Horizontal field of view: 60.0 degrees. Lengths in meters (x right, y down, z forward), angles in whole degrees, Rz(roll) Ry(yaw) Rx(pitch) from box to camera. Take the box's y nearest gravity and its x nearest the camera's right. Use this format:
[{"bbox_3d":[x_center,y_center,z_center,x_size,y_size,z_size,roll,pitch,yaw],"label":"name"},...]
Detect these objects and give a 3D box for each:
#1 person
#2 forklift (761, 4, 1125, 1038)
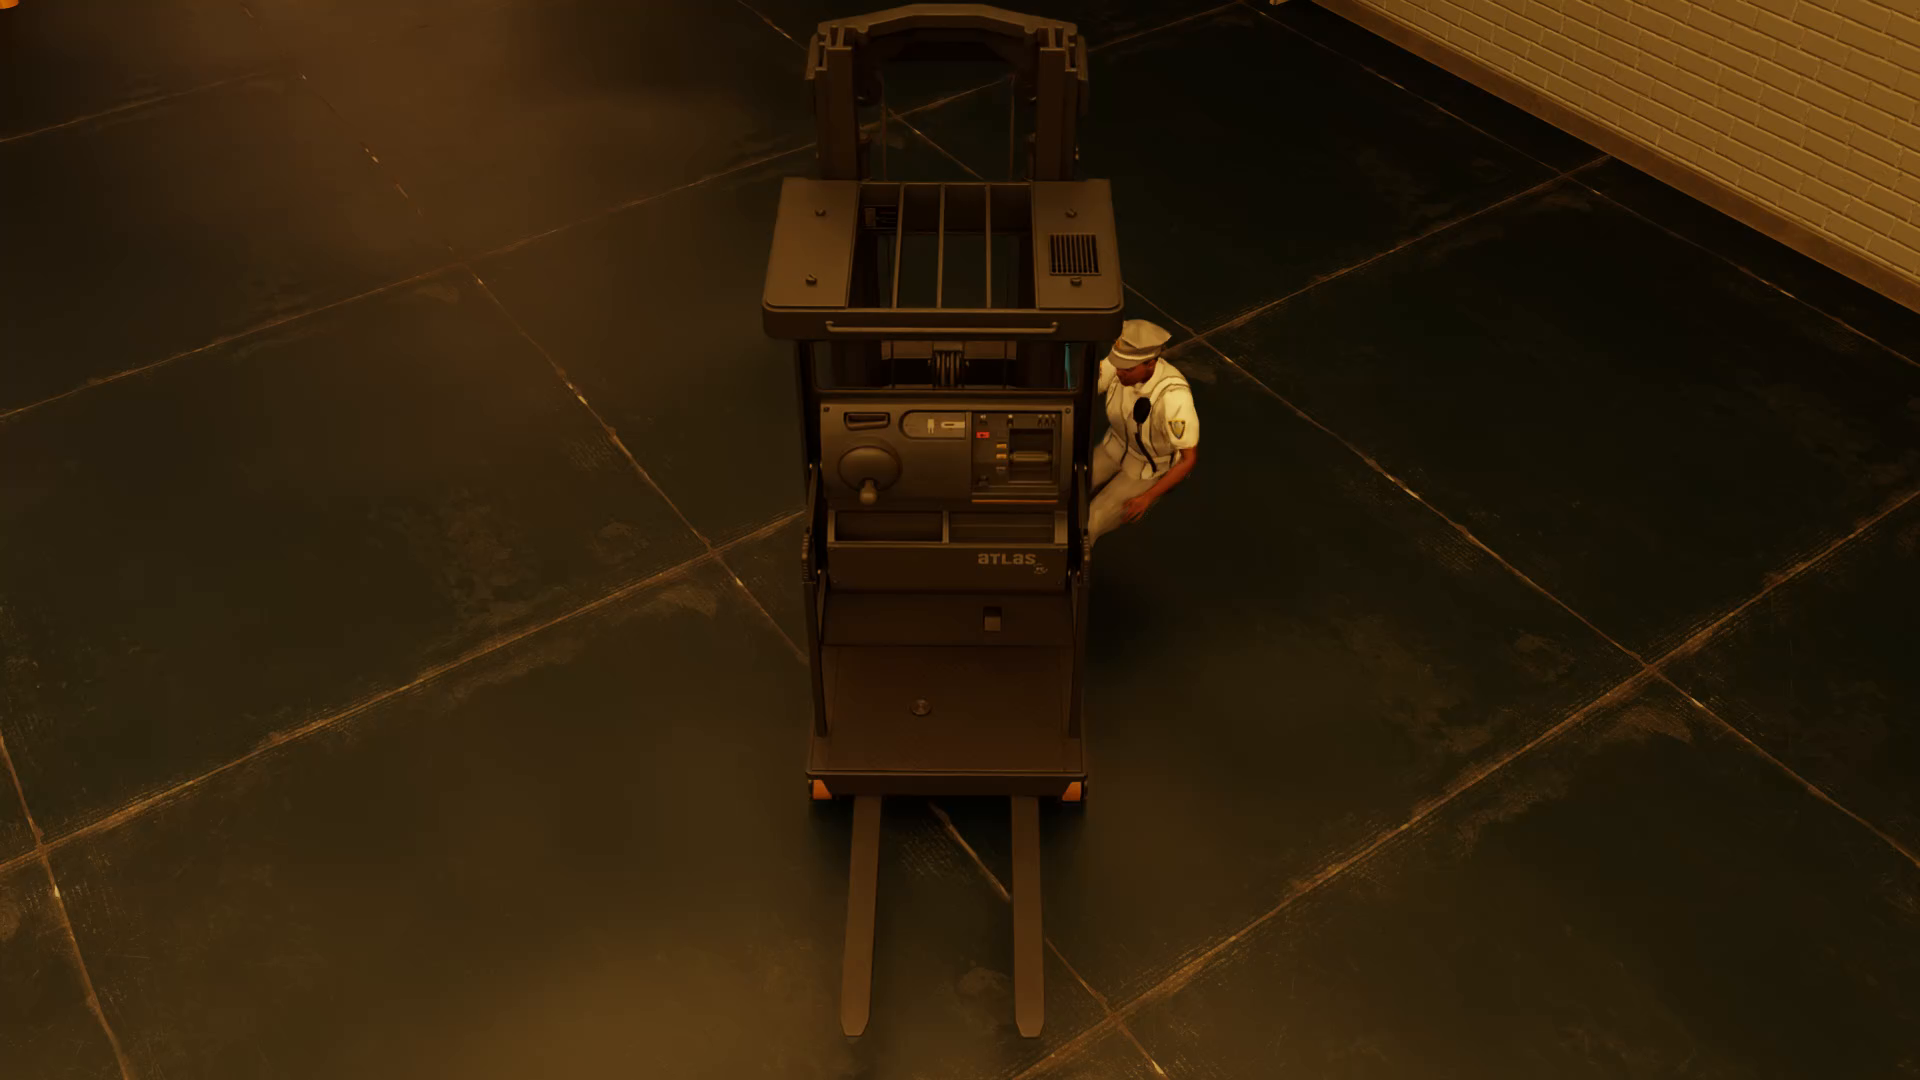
[{"bbox_3d":[0.579,-0.264,7.168,0.832,1.471,0.720,-30,51,-29],"label":"person"},{"bbox_3d":[-0.048,-0.237,5.973,1.130,2.935,3.031,0,43,0],"label":"forklift"}]
